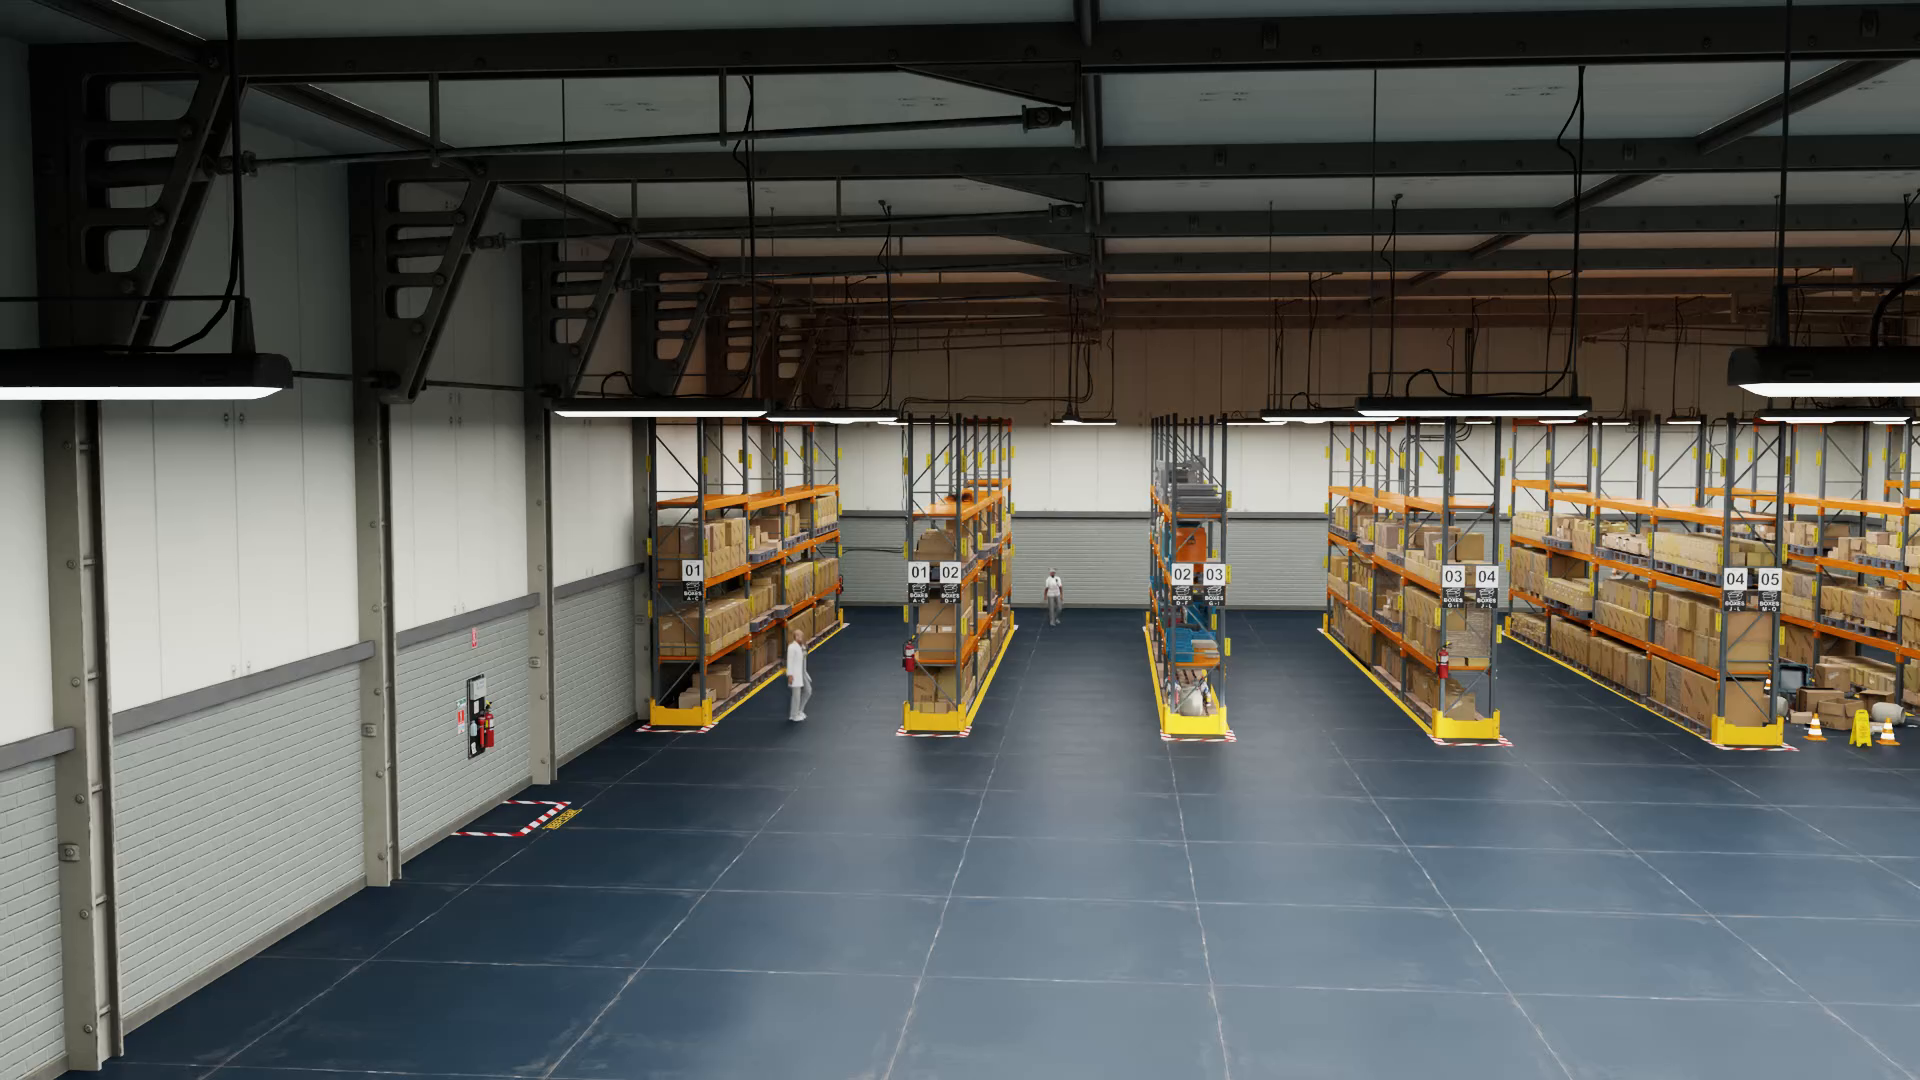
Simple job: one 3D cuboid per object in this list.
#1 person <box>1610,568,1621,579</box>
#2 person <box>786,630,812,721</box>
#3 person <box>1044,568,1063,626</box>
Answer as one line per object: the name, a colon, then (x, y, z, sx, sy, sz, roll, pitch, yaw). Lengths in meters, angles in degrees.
person: (19.356, 1.589, 49.159, 0.813, 1.629, 0.496, -2, 4, -24)
person: (-3.215, 2.647, 32.648, 0.473, 1.780, 0.706, 2, 4, 23)
person: (2.695, 1.641, 48.263, 0.549, 1.698, 0.470, -1, 4, -16)
